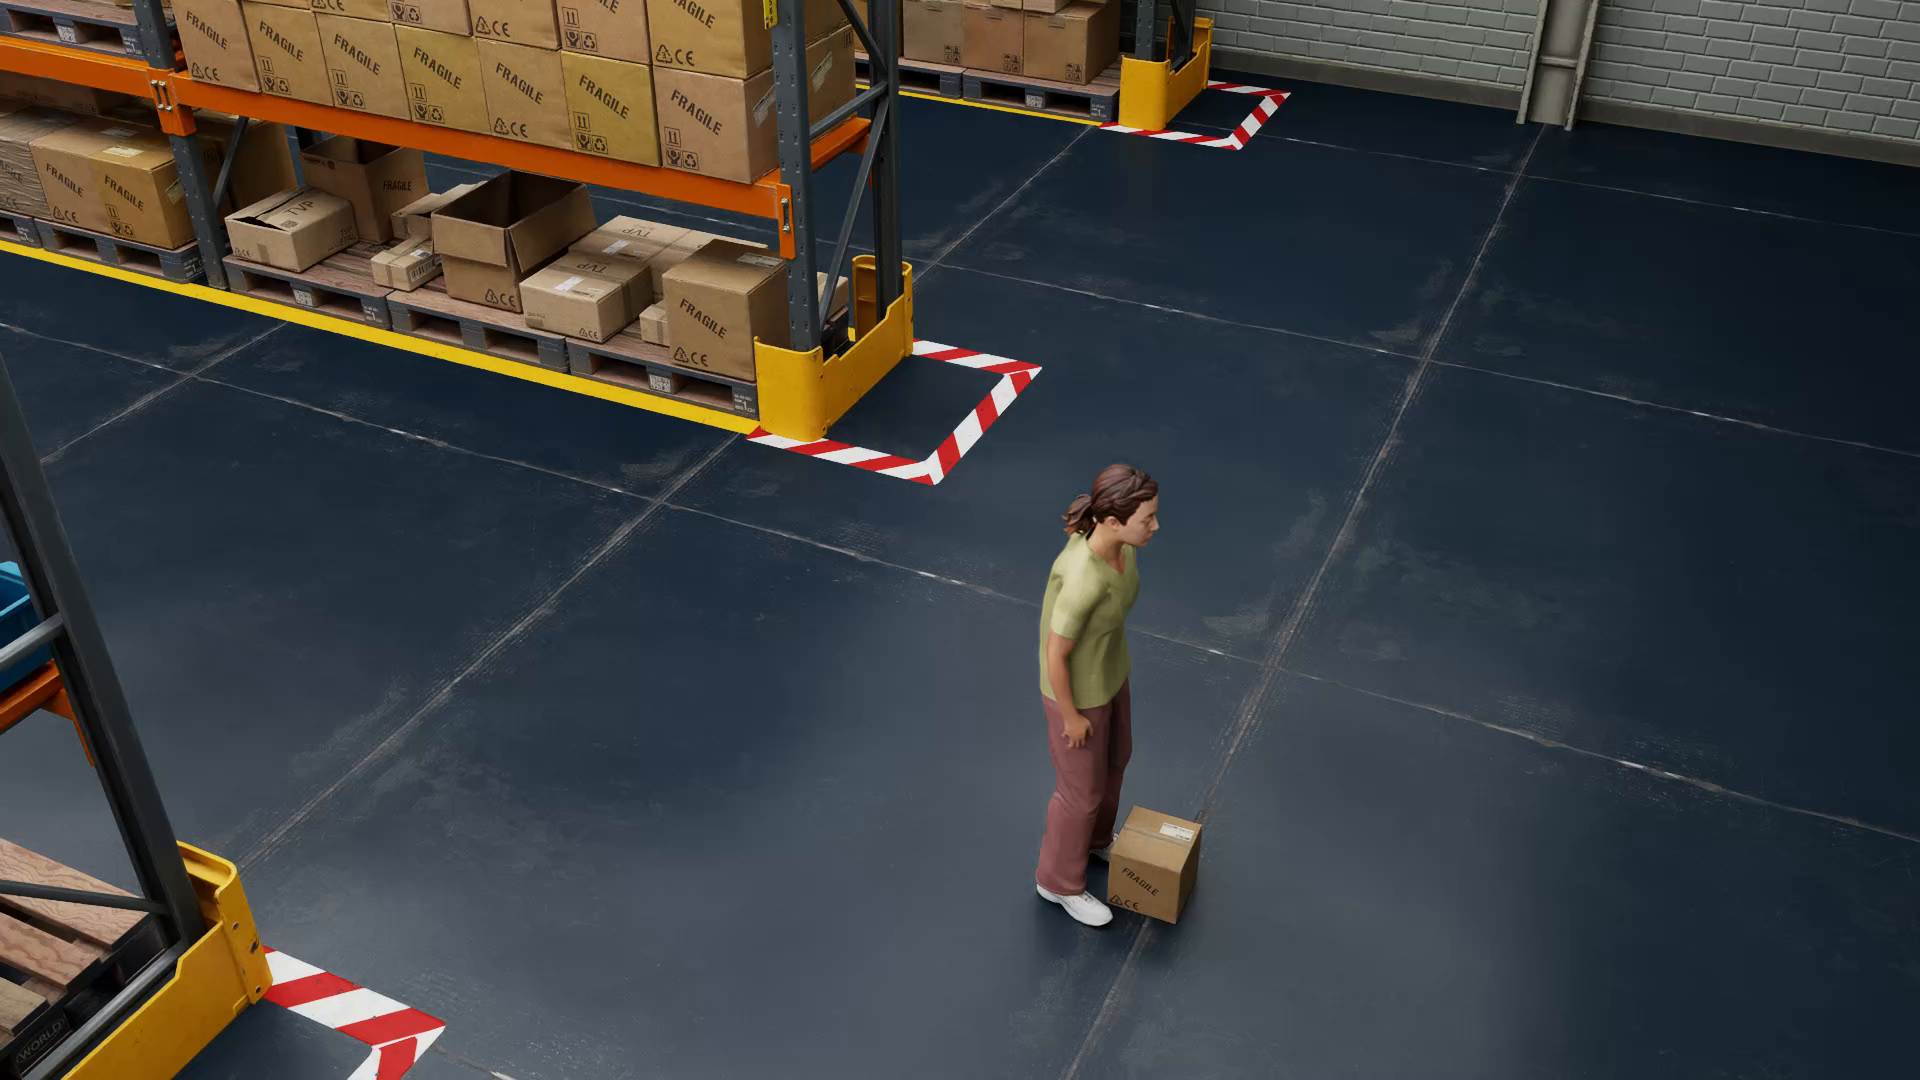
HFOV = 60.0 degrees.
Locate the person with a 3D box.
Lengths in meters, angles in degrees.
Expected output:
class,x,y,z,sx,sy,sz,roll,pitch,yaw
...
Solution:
class,x,y,z,sx,sy,sz,roll,pitch,yaw
person,0.445,0.477,5.430,0.356,1.673,0.499,15,36,21
